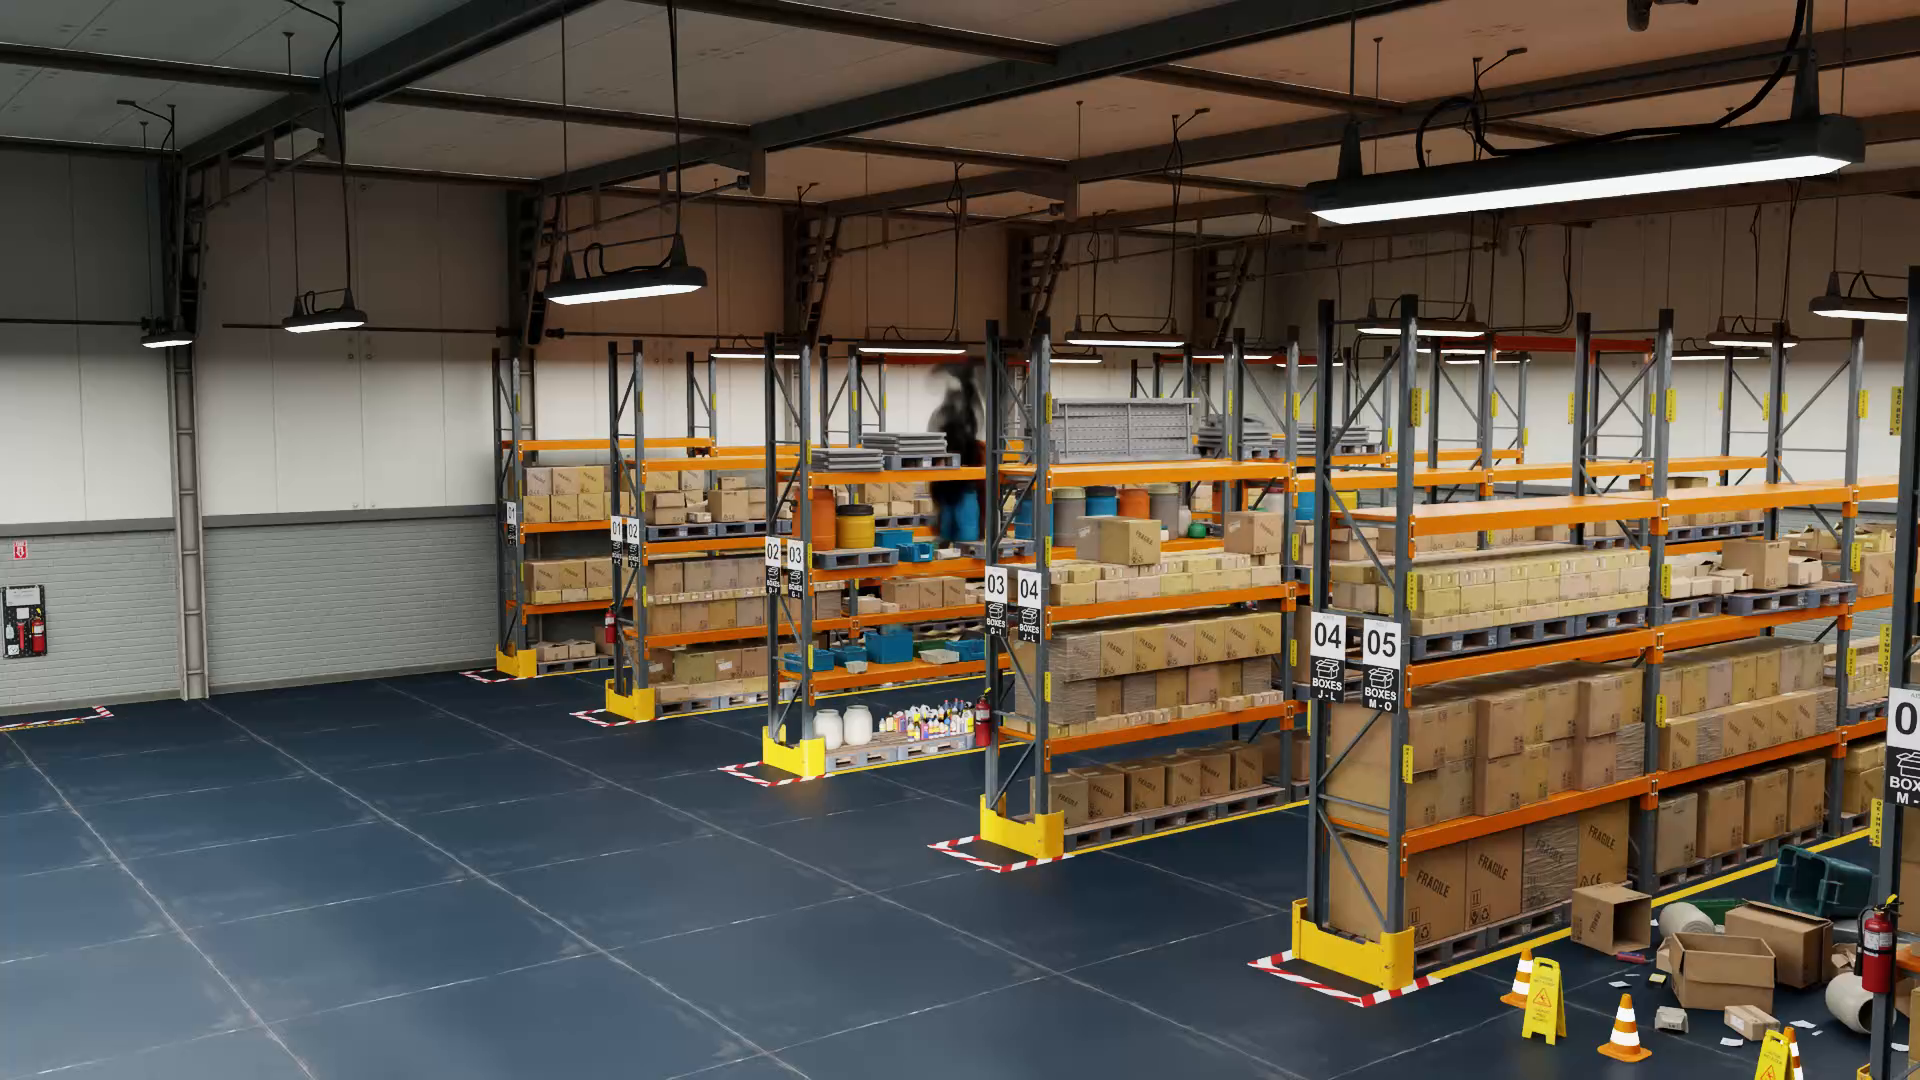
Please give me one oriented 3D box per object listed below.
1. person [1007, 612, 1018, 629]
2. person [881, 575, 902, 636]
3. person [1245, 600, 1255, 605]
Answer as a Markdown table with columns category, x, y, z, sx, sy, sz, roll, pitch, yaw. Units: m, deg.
| category | x | y | z | sx | sy | sz | roll | pitch | yaw |
| --- | --- | --- | --- | --- | --- | --- | --- | --- | --- |
| person | 1.134 | 1.349 | 34.383 | 0.589 | 1.596 | 0.562 | -5 | 7 | -44 |
| person | -1.221 | 1.492 | 32.000 | 0.778 | 1.759 | 0.681 | -4 | 6 | -35 |
| person | 5.702 | 1.527 | 31.419 | 0.712 | 1.776 | 0.922 | 4 | 6 | 39 |
